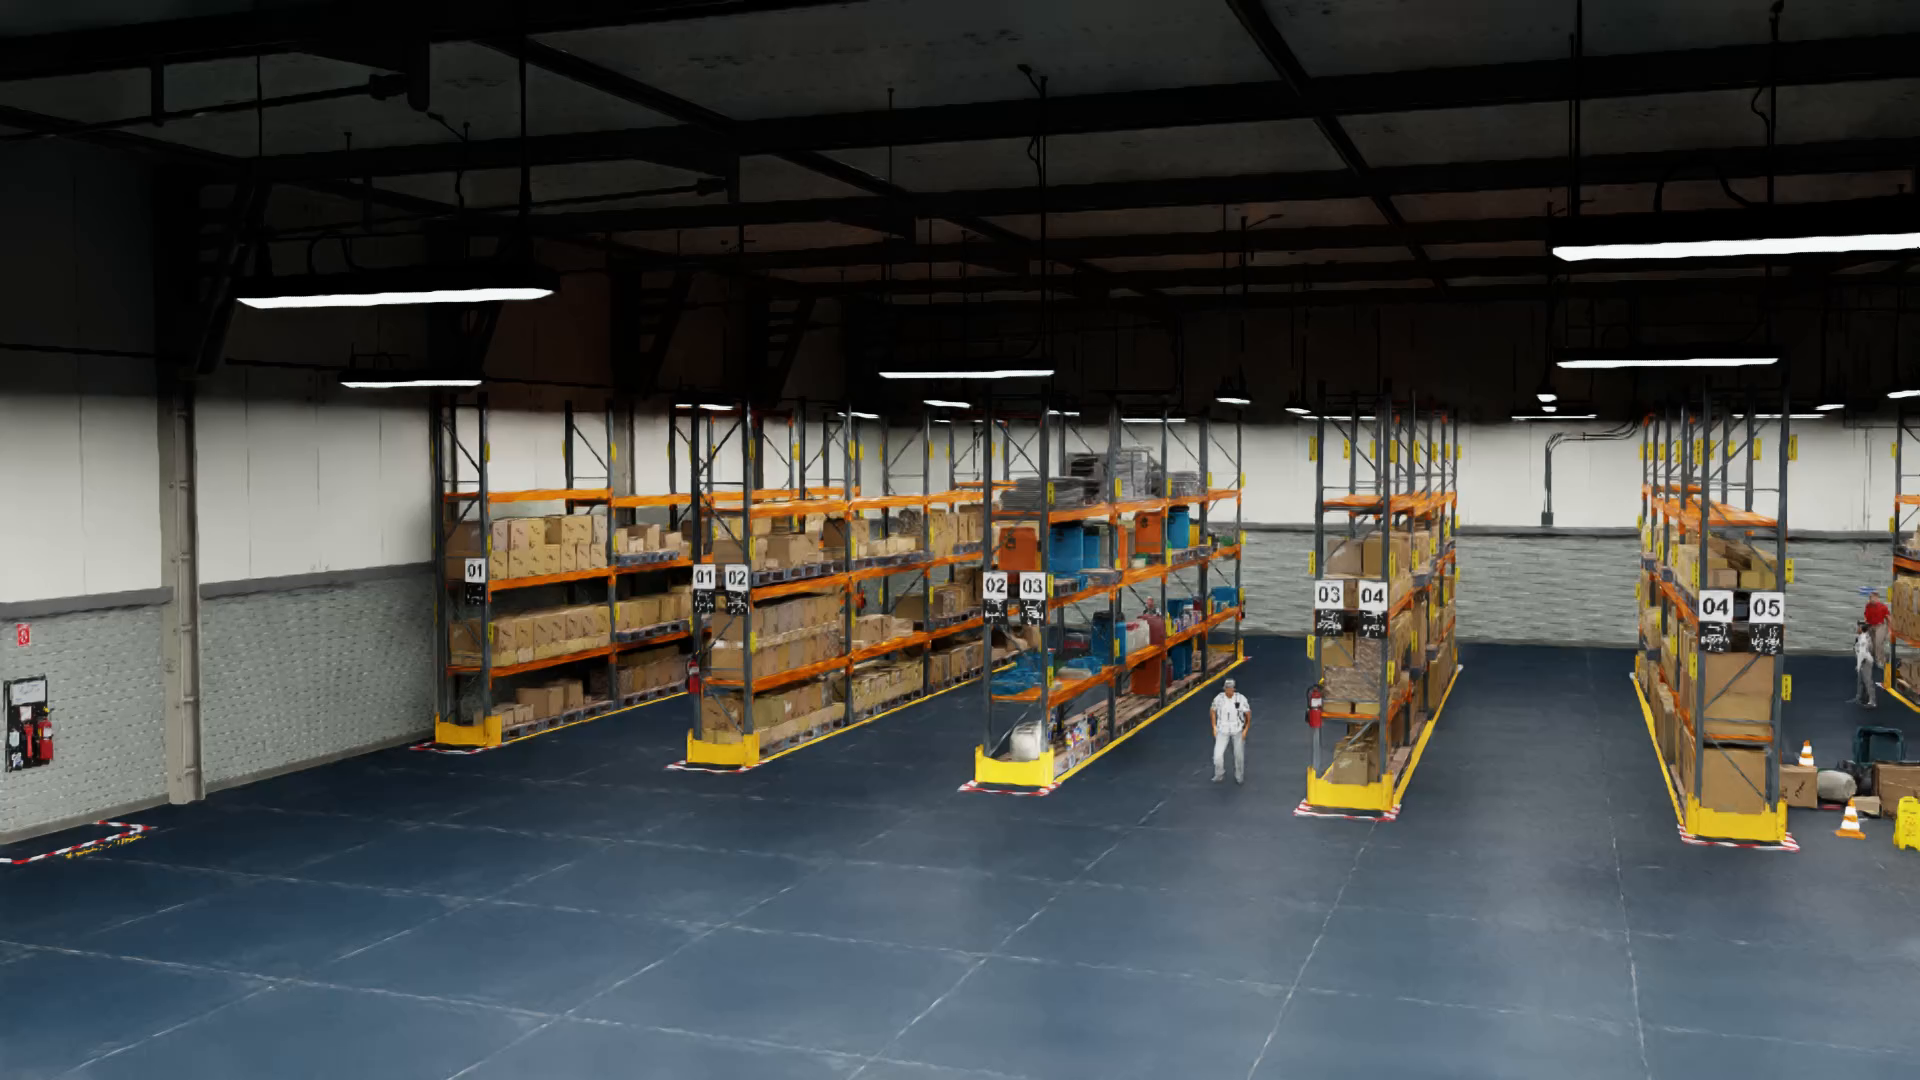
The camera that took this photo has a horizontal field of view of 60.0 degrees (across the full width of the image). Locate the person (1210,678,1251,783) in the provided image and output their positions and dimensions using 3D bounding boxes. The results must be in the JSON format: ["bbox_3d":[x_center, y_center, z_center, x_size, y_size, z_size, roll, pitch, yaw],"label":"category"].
[{"bbox_3d":[4.066,2.871,25.043,0.626,1.610,0.578,1,3,18],"label":"person"}]

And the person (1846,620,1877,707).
[{"bbox_3d":[17.725,2.419,32.674,0.542,1.651,0.611,2,4,32],"label":"person"}]

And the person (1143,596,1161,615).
[{"bbox_3d":[4.400,2.192,37.739,0.553,1.662,0.564,-2,4,-37],"label":"person"}]

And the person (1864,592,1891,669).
[{"bbox_3d":[21.381,2.098,38.724,0.542,1.761,0.639,-1,3,-19],"label":"person"}]
